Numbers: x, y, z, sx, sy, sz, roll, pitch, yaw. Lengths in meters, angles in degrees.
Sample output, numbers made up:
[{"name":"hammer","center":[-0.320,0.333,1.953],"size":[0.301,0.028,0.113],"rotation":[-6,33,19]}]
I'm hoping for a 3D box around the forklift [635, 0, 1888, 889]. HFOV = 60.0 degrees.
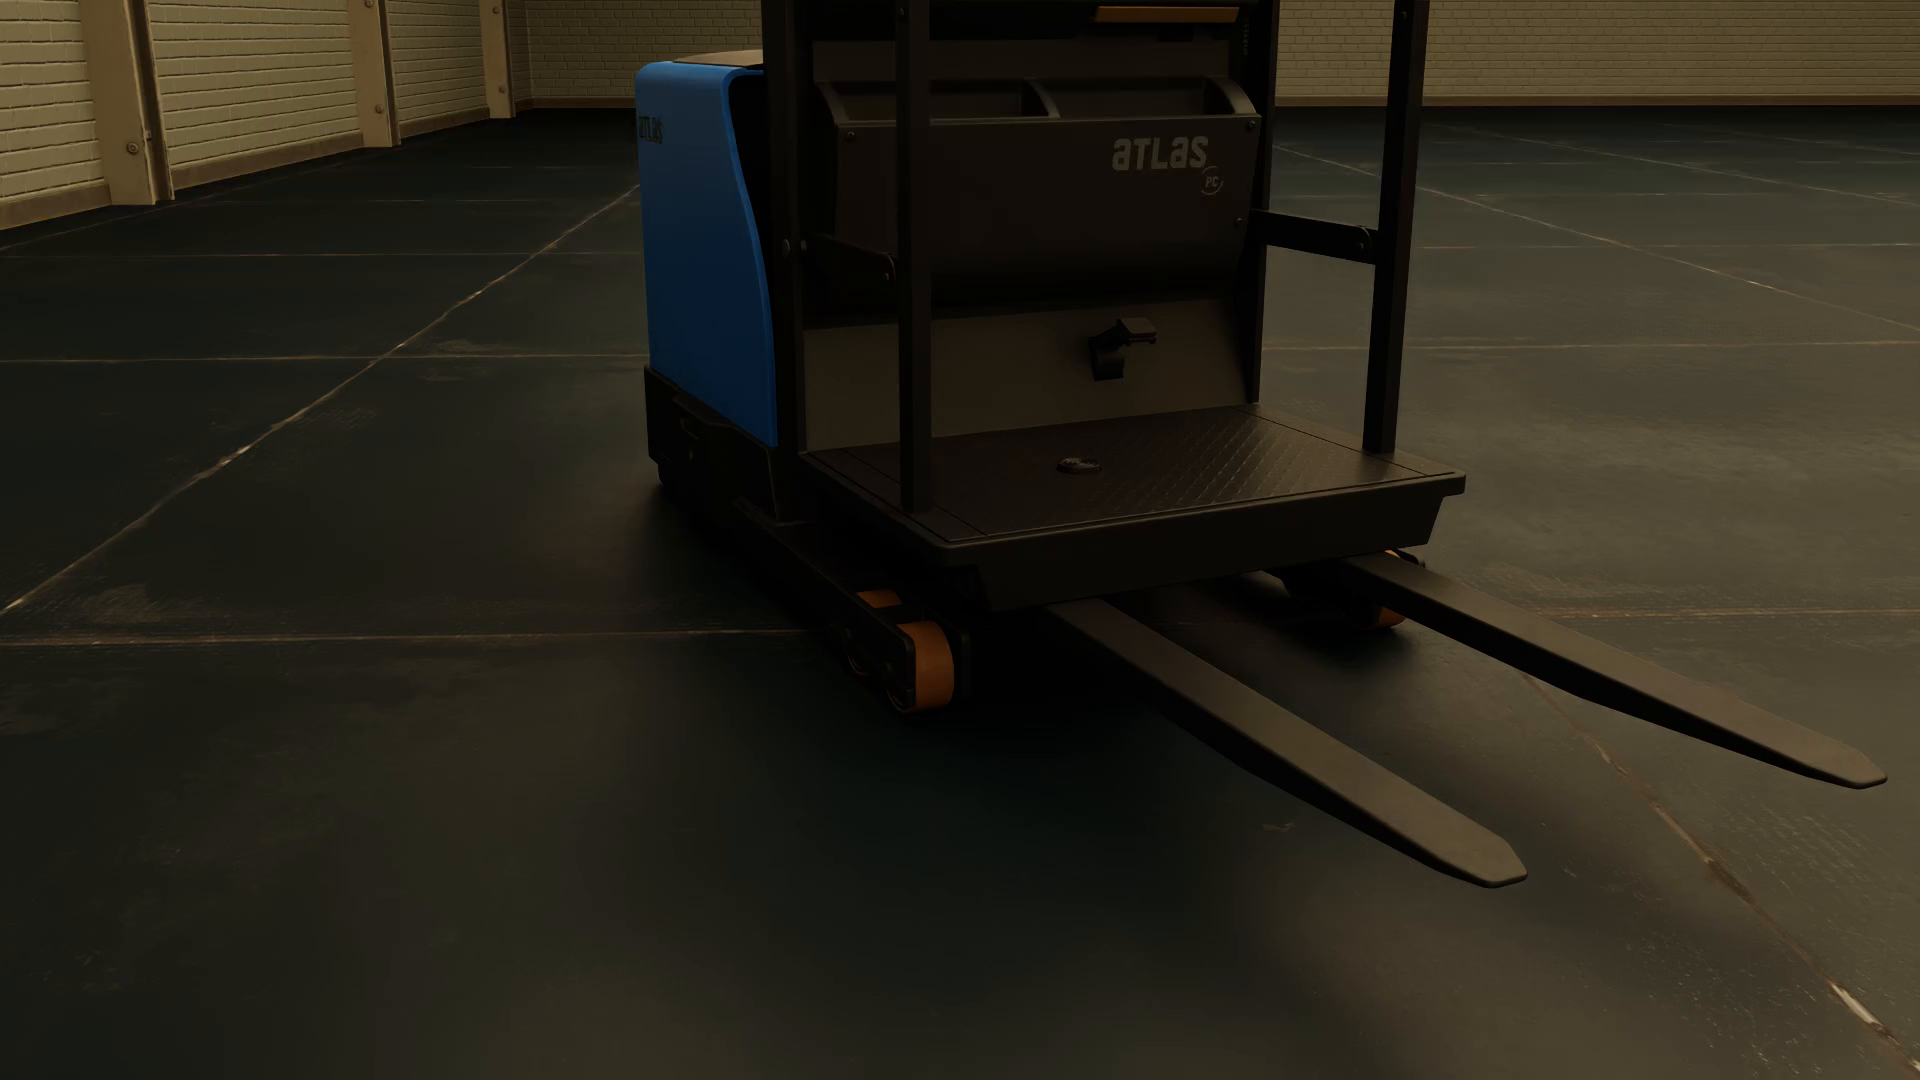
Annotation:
[{"name":"forklift","center":[0.258,-1.240,2.962],"size":[1.130,2.935,3.031],"rotation":[-8,19,-24]}]
